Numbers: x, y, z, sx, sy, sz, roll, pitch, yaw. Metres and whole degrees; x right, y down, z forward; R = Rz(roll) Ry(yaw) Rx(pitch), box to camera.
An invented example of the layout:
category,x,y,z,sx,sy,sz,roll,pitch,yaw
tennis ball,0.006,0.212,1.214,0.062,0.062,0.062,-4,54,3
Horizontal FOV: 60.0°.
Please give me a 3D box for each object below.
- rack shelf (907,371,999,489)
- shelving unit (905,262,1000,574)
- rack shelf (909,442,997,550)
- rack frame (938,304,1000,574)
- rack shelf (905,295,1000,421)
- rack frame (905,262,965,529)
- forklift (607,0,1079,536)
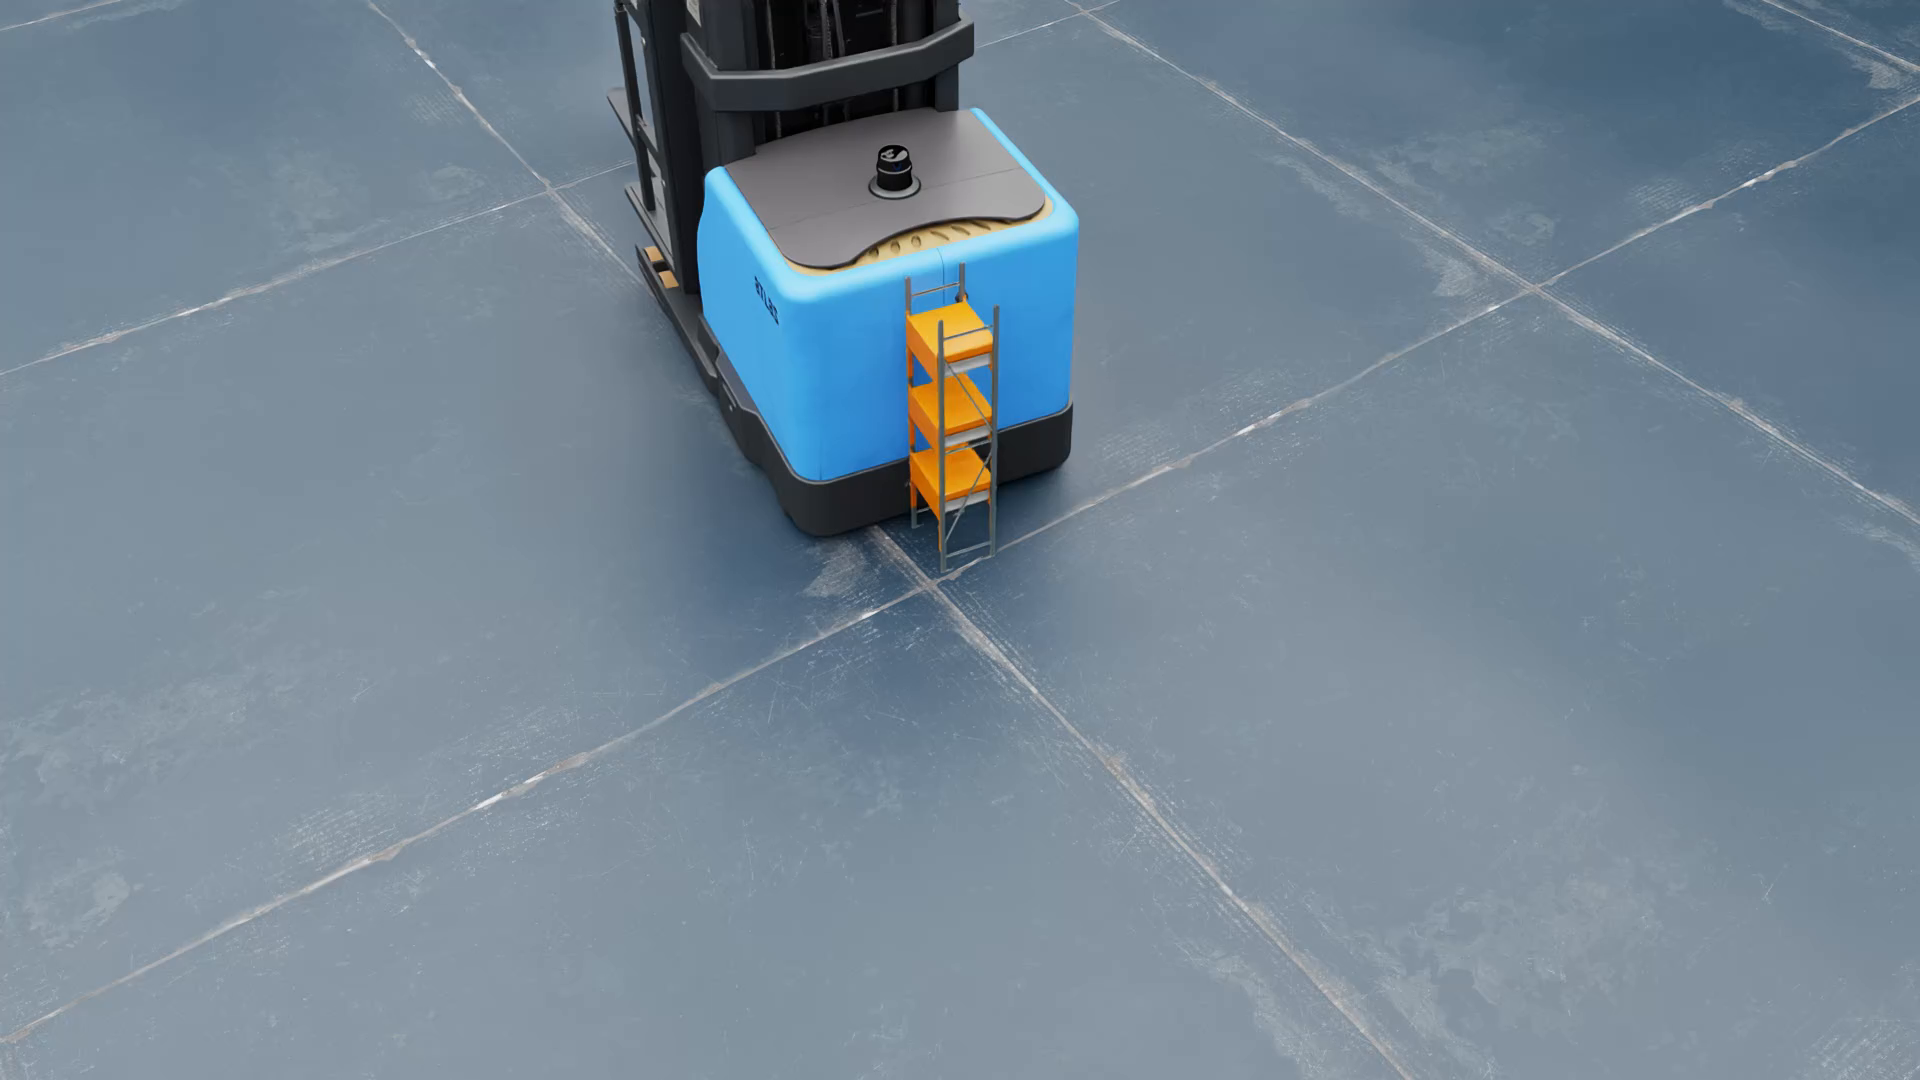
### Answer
category,x,y,z,sx,sy,sz,roll,pitch,yaw
rack shelf,-0.025,-0.364,5.386,0.215,0.259,0.240,-18,46,-18
shelving unit,-0.025,-0.371,5.378,0.215,1.050,0.252,-18,46,-18
rack shelf,-0.025,-0.163,5.578,0.215,0.259,0.240,-18,46,-18
rack frame,0.026,-0.295,5.298,0.200,1.050,0.008,-18,46,-18
rack shelf,-0.025,-0.569,5.190,0.215,0.259,0.240,-18,46,-18
rack frame,-0.076,-0.448,5.459,0.200,1.050,0.008,-18,46,-18
forklift,-0.673,-2.098,5.825,1.130,2.935,3.031,-18,46,-17
